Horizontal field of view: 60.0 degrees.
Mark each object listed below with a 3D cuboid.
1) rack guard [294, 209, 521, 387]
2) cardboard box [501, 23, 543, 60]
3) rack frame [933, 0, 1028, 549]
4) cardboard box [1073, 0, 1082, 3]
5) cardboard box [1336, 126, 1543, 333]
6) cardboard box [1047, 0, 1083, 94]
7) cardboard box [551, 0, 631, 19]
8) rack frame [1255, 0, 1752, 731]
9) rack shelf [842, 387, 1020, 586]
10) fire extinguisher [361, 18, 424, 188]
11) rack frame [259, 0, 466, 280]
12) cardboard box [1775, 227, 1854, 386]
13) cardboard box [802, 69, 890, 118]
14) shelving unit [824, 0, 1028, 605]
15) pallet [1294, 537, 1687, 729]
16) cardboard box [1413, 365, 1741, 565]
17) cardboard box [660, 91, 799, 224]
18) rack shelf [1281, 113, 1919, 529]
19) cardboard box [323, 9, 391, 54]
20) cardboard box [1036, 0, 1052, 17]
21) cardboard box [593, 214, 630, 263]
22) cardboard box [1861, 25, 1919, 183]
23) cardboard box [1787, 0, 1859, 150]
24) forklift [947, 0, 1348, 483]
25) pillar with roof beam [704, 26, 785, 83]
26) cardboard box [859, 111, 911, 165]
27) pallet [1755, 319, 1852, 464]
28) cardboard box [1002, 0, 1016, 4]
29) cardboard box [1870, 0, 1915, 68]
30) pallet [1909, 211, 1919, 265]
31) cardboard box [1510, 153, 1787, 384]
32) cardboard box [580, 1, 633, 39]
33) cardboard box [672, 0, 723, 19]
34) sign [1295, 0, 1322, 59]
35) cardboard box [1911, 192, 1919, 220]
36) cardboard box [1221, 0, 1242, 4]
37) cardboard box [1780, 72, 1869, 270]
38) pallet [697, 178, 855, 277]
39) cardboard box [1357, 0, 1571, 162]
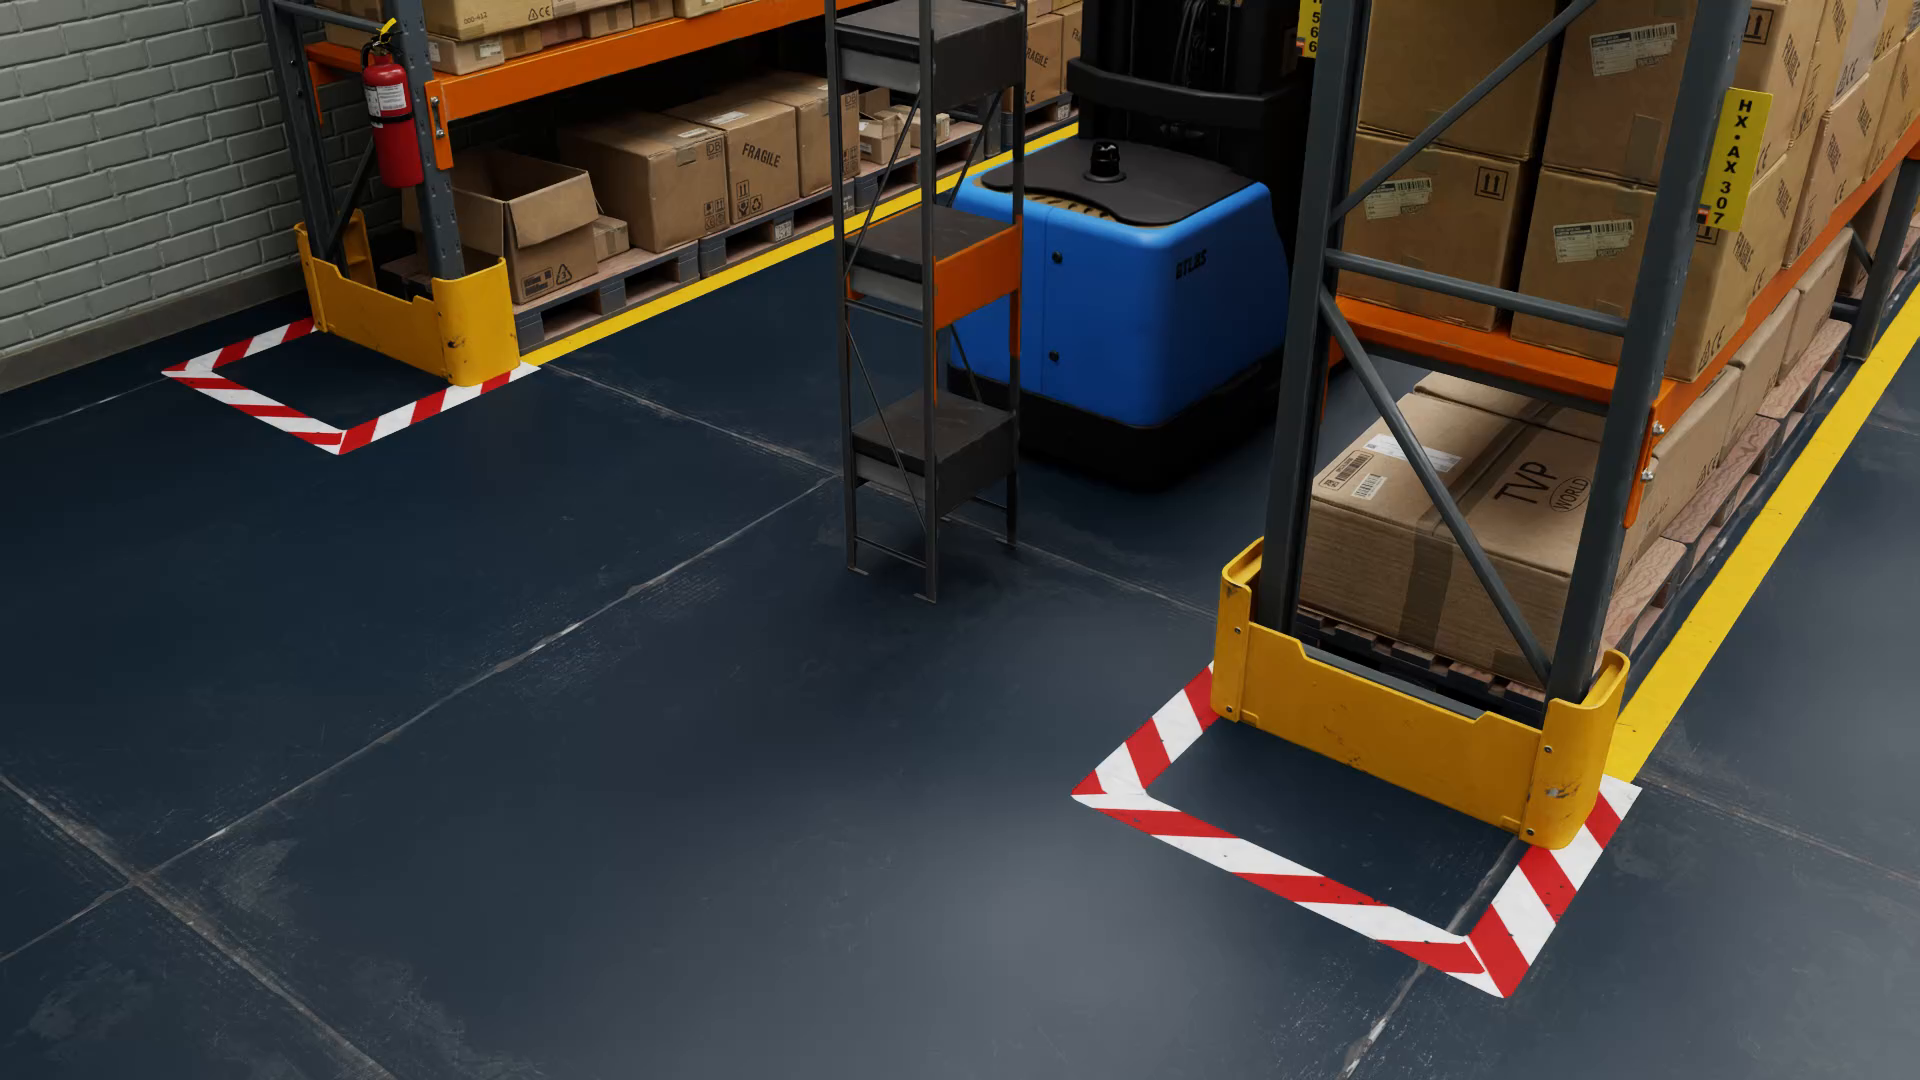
[{"bbox_3d":[-2.552,-1.131,7.669,1.175,0.500,0.348,21,37,31],"label":"rack guard"},{"bbox_3d":[-2.064,-2.235,7.325,0.380,0.149,0.250,22,37,32],"label":"cardboard box"},{"bbox_3d":[0.047,-0.935,5.769,0.400,2.100,0.015,21,37,31],"label":"rack frame"},{"bbox_3d":[0.651,-3.610,10.803,0.380,0.149,0.250,20,36,30],"label":"cardboard box"},{"bbox_3d":[1.442,-0.970,4.847,0.500,0.500,0.500,21,37,32],"label":"cardboard box"},{"bbox_3d":[0.602,-3.254,10.838,0.500,0.500,0.500,21,36,31],"label":"cardboard box"},{"bbox_3d":[-1.805,-2.546,7.459,0.500,0.250,0.500,22,37,32],"label":"cardboard box"},{"bbox_3d":[1.362,-0.650,4.404,1.000,3.000,0.127,21,37,31],"label":"rack frame"},{"bbox_3d":[-0.100,-0.222,5.965,0.431,0.518,0.480,21,37,31],"label":"rack shelf"},{"bbox_3d":[-2.318,-1.780,6.753,0.296,0.674,0.183,21,37,31],"label":"fire extinguisher"},{"bbox_3d":[-2.598,-2.176,6.979,1.000,3.000,0.127,21,37,31],"label":"rack frame"},{"bbox_3d":[3.312,-1.132,7.319,0.875,0.438,0.875,21,36,31],"label":"cardboard box"},{"bbox_3d":[-0.771,-2.630,9.971,0.500,0.311,0.500,23,37,33],"label":"cardboard box"},{"bbox_3d":[-0.100,-0.836,5.601,0.431,2.100,0.503,21,37,31],"label":"shelving unit"},{"bbox_3d":[1.782,0.201,5.704,1.003,0.211,1.213,21,37,31],"label":"pallet"},{"bbox_3d":[2.226,-0.402,6.087,0.875,0.438,0.875,22,37,33],"label":"cardboard box"},{"bbox_3d":[-1.207,-2.020,8.757,0.500,0.500,0.500,22,37,32],"label":"cardboard box"},{"bbox_3d":[2.569,-1.153,5.959,1.077,0.370,4.000,21,37,31],"label":"rack shelf"},{"bbox_3d":[-2.612,-2.285,7.410,0.380,0.149,0.250,21,36,31],"label":"cardboard box"},{"bbox_3d":[0.351,-3.386,10.426,0.380,0.149,0.250,20,36,30],"label":"cardboard box"},{"bbox_3d":[-1.866,-1.510,8.240,0.380,0.149,0.250,20,36,29],"label":"cardboard box"},{"bbox_3d":[3.102,-1.632,5.963,0.500,0.500,0.500,21,36,31],"label":"cardboard box"},{"bbox_3d":[2.185,-1.442,4.663,0.500,0.500,0.500,20,36,30],"label":"cardboard box"},{"bbox_3d":[1.251,-2.172,7.040,1.130,2.935,3.031,22,37,32],"label":"forklift"},{"bbox_3d":[2.110,-5.052,5.948,9.100,9.000,0.400,21,37,31],"label":"pillar with roof beam"},{"bbox_3d":[-0.501,-2.344,9.533,0.396,0.266,0.258,23,37,33],"label":"cardboard box"},{"bbox_3d":[3.255,-0.791,7.378,1.003,0.211,1.213,21,37,31],"label":"pallet"},{"bbox_3d":[0.197,-3.397,10.151,0.380,0.149,0.250,20,36,30],"label":"cardboard box"},{"bbox_3d":[2.790,-1.857,5.363,0.500,0.500,0.500,21,37,31],"label":"cardboard box"},{"bbox_3d":[4.918,-1.911,9.267,1.003,0.211,1.213,21,37,31],"label":"pallet"},{"bbox_3d":[1.880,-0.799,4.559,0.500,0.500,0.500,21,36,31],"label":"cardboard box"},{"bbox_3d":[-1.732,-2.436,7.665,0.380,0.149,0.250,22,37,33],"label":"cardboard box"},{"bbox_3d":[-1.363,-2.625,7.984,0.380,0.149,0.250,20,36,30],"label":"cardboard box"},{"bbox_3d":[0.937,-1.422,4.340,0.100,0.325,0.005,21,37,31],"label":"sign"},{"bbox_3d":[4.626,-2.188,8.673,0.875,0.875,0.875,22,37,33],"label":"cardboard box"},{"bbox_3d":[1.837,-4.095,12.257,0.500,0.500,0.500,21,36,31],"label":"cardboard box"},{"bbox_3d":[2.485,-1.215,5.260,0.500,0.500,0.500,21,37,31],"label":"cardboard box"},{"bbox_3d":[-1.335,-1.825,9.123,1.003,0.211,1.213,21,37,31],"label":"pallet"},{"bbox_3d":[1.463,-1.392,4.578,0.500,0.500,0.500,22,37,33],"label":"cardboard box"}]
